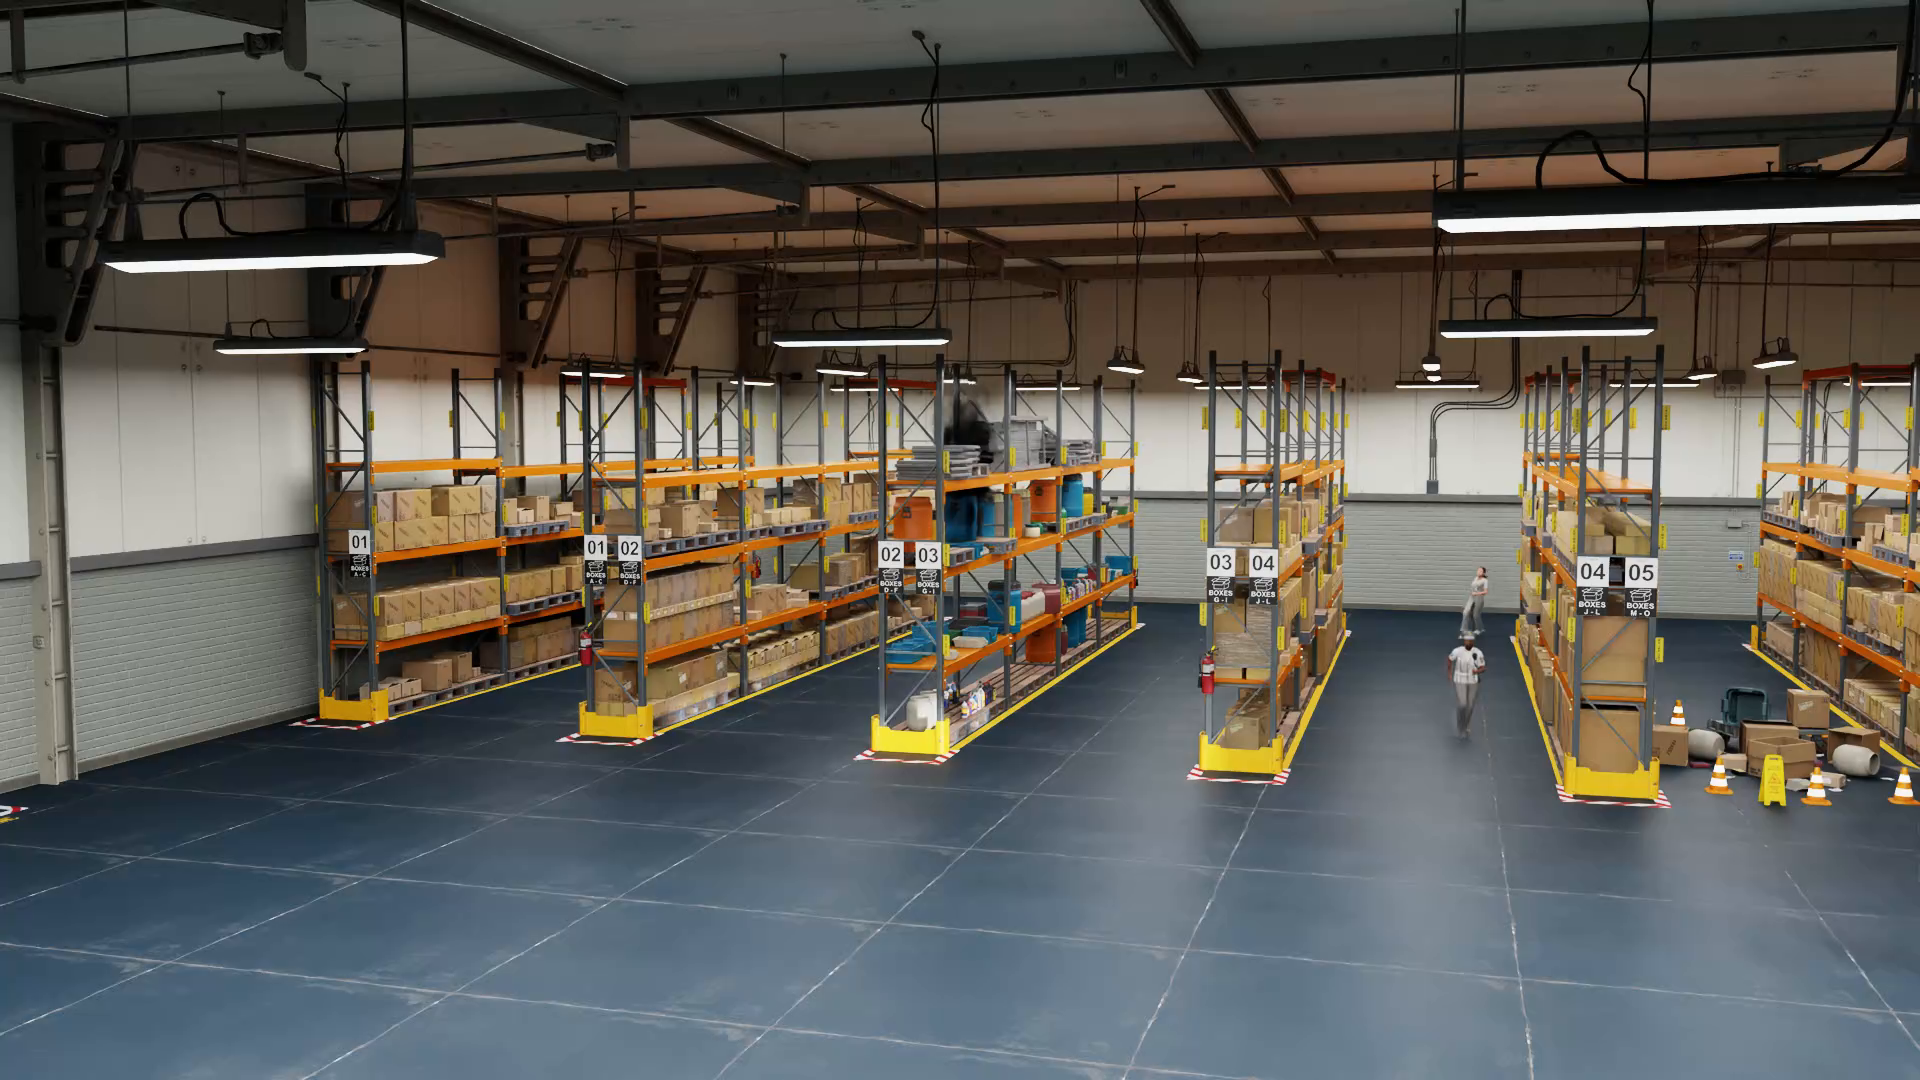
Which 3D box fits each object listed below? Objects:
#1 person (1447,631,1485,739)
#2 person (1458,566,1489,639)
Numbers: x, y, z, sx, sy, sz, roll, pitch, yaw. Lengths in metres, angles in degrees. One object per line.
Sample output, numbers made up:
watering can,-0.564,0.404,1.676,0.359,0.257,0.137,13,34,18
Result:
person,8.003,2.290,26.279,0.536,1.726,0.801,0,4,7
person,11.881,1.430,38.236,0.894,1.662,0.581,-3,5,-36
